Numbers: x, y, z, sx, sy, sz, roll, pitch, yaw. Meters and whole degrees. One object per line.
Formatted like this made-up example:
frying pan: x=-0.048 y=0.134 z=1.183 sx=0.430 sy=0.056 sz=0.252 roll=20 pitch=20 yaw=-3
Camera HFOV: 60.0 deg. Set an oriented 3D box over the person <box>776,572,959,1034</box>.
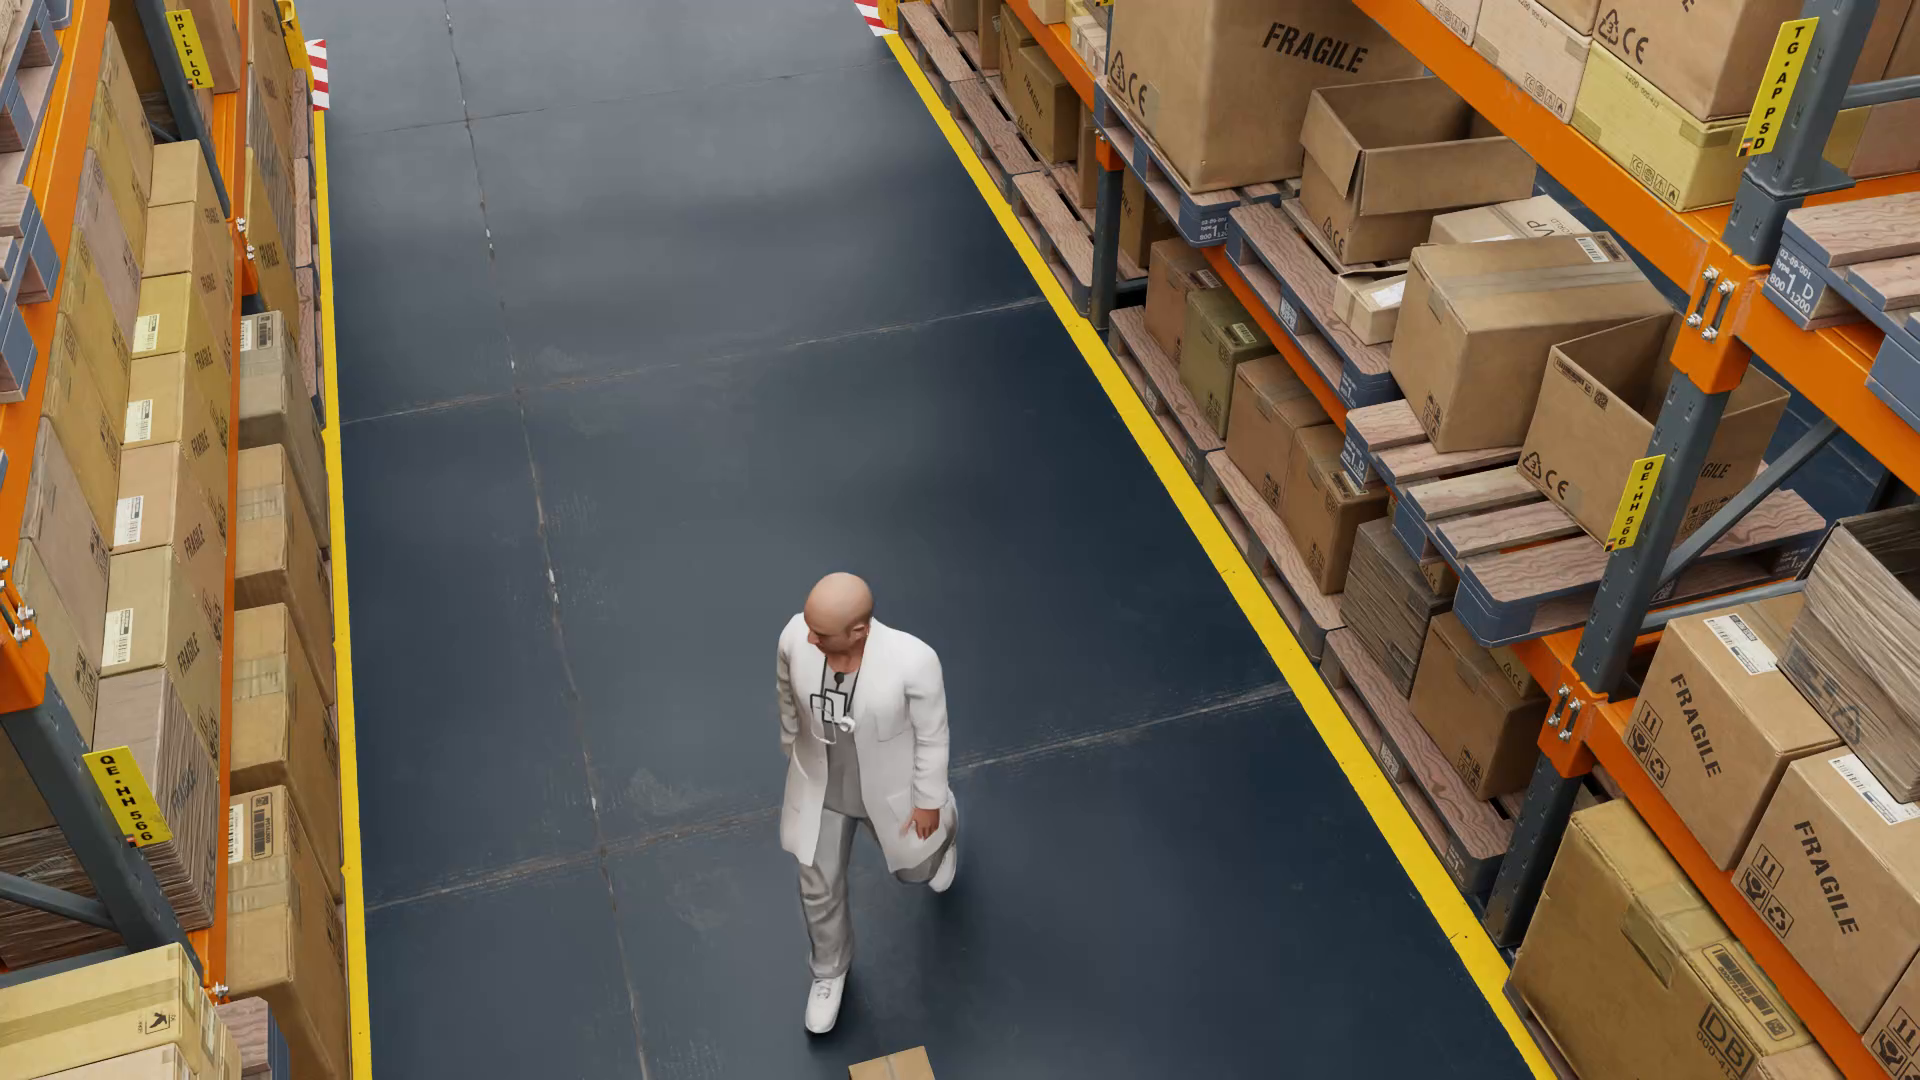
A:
person: x=-0.307 y=0.736 z=5.331 sx=0.597 sy=1.752 sz=0.943 roll=11 pitch=43 yaw=12
